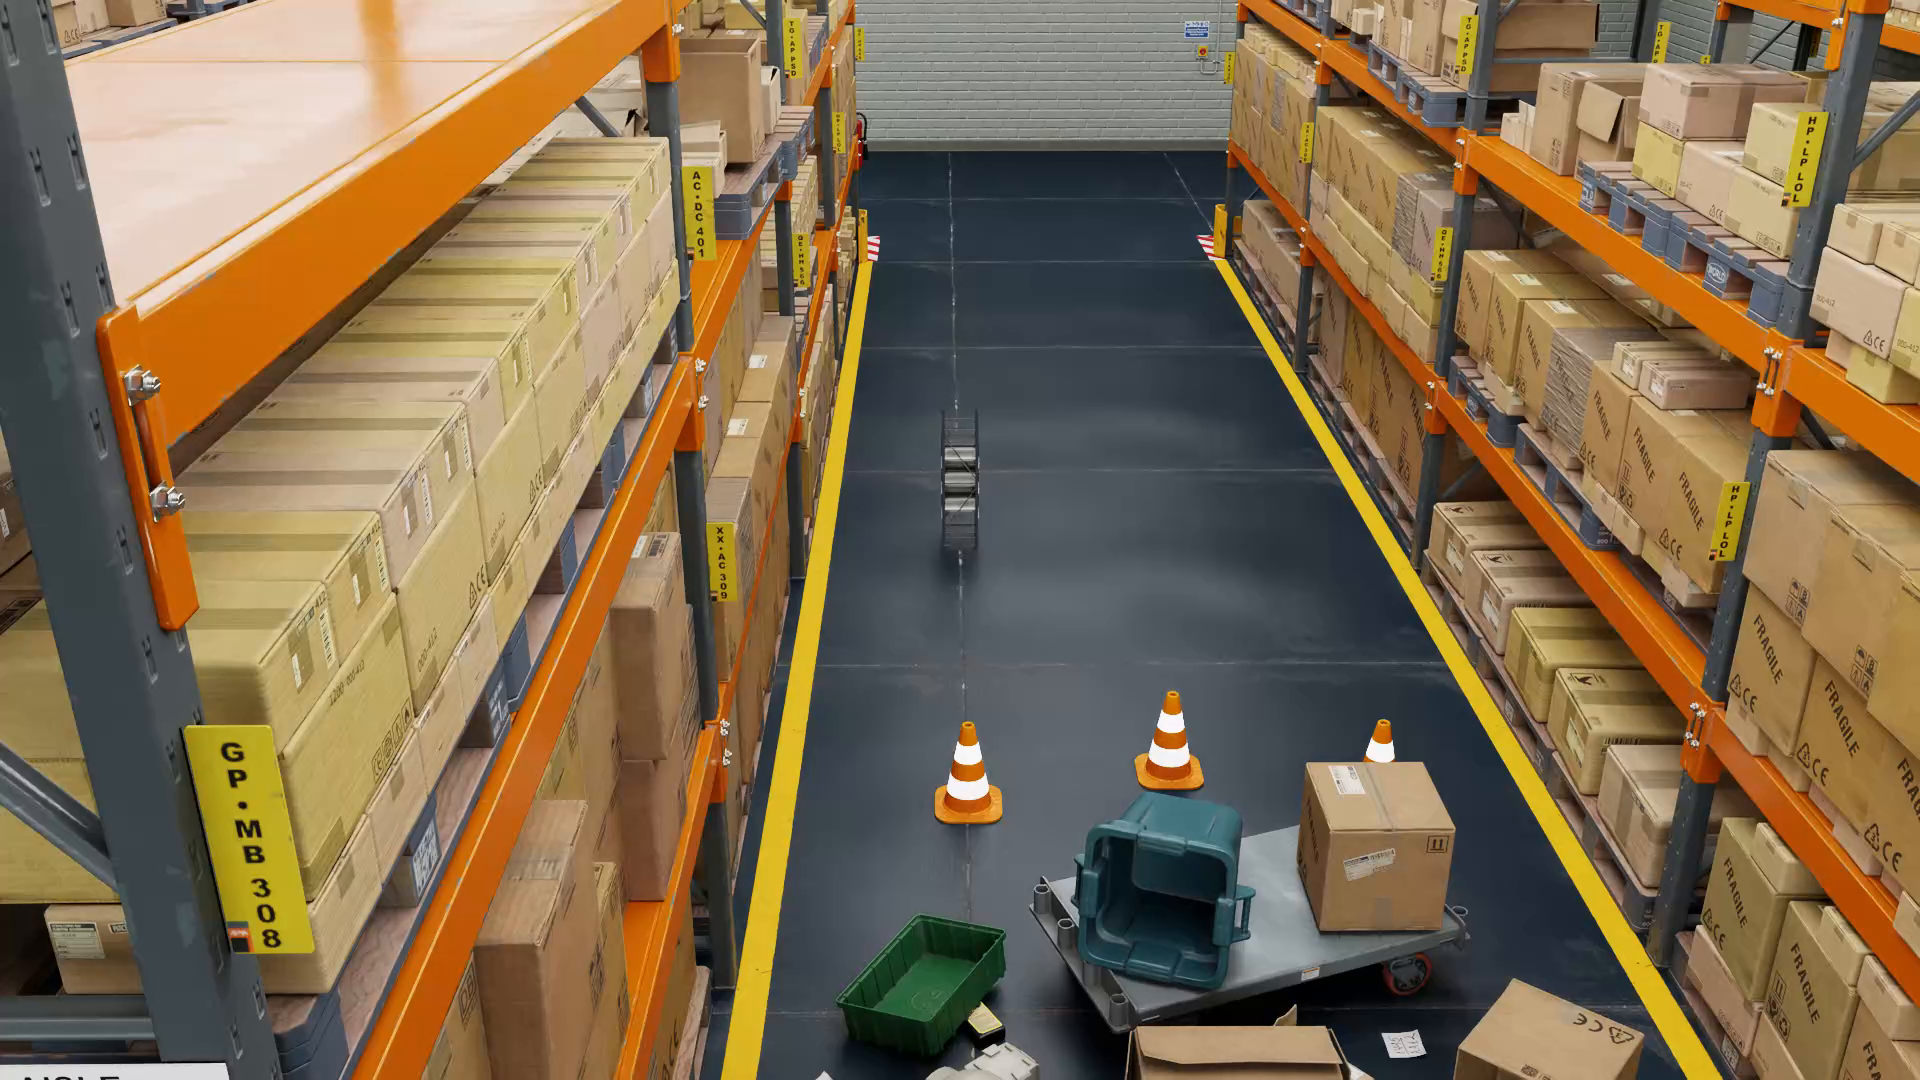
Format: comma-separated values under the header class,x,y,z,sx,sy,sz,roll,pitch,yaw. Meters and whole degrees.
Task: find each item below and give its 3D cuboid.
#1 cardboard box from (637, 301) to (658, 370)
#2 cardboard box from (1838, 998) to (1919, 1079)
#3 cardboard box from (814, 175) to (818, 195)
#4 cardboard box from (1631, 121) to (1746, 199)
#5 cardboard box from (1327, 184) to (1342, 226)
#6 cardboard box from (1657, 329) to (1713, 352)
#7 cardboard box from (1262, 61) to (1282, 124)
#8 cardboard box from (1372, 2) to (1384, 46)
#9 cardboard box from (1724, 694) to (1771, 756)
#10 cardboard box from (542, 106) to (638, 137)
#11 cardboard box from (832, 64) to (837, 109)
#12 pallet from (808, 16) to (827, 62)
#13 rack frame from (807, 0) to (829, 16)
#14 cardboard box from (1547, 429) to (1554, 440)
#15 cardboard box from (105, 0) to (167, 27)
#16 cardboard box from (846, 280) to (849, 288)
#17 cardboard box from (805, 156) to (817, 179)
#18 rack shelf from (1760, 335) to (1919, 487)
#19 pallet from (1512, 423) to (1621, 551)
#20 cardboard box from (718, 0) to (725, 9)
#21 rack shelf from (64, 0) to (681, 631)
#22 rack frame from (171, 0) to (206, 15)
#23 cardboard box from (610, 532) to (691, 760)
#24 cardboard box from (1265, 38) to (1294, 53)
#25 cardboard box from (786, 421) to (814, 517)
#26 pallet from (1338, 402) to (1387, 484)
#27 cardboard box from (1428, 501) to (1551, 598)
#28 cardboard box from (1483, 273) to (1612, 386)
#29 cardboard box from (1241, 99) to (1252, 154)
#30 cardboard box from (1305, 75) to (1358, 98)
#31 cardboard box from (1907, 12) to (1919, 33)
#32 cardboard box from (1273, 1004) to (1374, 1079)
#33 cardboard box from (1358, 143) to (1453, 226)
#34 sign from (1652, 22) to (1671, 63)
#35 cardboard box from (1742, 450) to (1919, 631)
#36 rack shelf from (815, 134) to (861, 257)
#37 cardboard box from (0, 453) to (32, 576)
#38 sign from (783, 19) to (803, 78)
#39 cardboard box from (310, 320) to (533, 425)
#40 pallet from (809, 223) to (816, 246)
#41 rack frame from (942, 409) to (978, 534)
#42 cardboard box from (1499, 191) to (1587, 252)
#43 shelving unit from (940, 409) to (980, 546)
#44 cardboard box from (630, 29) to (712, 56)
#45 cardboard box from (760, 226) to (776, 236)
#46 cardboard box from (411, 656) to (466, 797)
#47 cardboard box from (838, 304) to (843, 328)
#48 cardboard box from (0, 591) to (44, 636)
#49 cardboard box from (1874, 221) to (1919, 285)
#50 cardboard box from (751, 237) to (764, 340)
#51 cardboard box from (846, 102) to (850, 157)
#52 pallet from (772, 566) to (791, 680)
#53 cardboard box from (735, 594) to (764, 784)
class,x,y,z,sx,sy,sz,roll,pitch,yaw
cardboard box,-1.122,-0.612,4.997,0.380,0.149,0.250,0,24,0
cardboard box,3.254,1.853,5.431,0.500,0.500,0.500,1,24,2
cardboard box,-1.339,-2.828,13.296,0.380,0.149,0.250,0,24,1
cardboard box,3.339,-1.694,7.388,0.500,0.250,0.500,0,24,0
cardboard box,3.165,-2.604,12.944,0.500,0.250,0.500,0,24,0
cardboard box,3.763,-0.734,8.242,0.500,0.500,0.500,-1,24,-3
cardboard box,3.117,-4.162,15.478,0.500,0.500,0.500,0,24,0
cardboard box,3.078,-3.585,11.549,0.396,0.266,0.258,2,24,4
cardboard box,3.178,0.700,6.367,0.380,0.149,0.250,0,24,-1
cardboard box,-1.692,-1.766,7.352,0.500,0.311,0.500,-1,24,-2
cardboard box,-1.323,-3.815,14.351,0.500,0.500,0.500,-1,24,-2
pallet,-1.640,-3.805,12.610,1.213,0.211,1.003,0,24,-1
rack frame,-1.540,-5.512,12.517,1.000,3.000,0.127,0,24,-1
cardboard box,3.301,-0.578,8.683,0.380,0.149,0.250,1,24,2
cardboard box,-6.485,-4.162,12.542,0.700,0.500,0.500,0,24,1
cardboard box,-1.285,-2.569,16.240,0.380,0.149,0.250,0,24,0
cardboard box,-1.341,-2.962,13.232,0.380,0.149,0.250,1,24,2
rack shelf,3.517,0.240,4.313,1.077,0.370,4.000,0,24,-1
pallet,3.514,-0.291,8.486,1.003,0.211,1.213,0,24,-1
cardboard box,-1.655,-3.746,11.618,0.797,0.503,0.637,-1,24,-1
rack shelf,-1.431,-0.881,3.636,1.077,0.370,4.000,0,24,-1
rack frame,-6.501,-5.531,12.559,1.000,3.000,0.127,0,24,-1
cardboard box,-1.361,0.336,5.374,0.875,0.550,0.550,0,24,-1
cardboard box,3.130,-4.708,15.898,0.380,0.149,0.250,0,24,0
cardboard box,-1.249,-0.475,11.184,0.500,0.500,0.500,-1,24,-3
pallet,3.508,-0.750,12.652,1.003,0.211,1.213,0,24,-1
cardboard box,3.448,0.045,10.190,0.950,0.372,0.625,-2,24,-4
cardboard box,3.238,-1.165,9.194,0.500,0.500,0.500,1,24,2
cardboard box,3.116,-4.129,16.617,0.500,0.500,0.500,-1,24,-1
cardboard box,3.087,-3.764,13.811,0.380,0.149,0.250,-1,24,-2
cardboard box,8.072,-4.265,13.705,0.380,0.149,0.250,0,24,-1
cardboard box,1.358,2.045,6.405,0.258,0.266,0.396,-19,31,-36
cardboard box,3.174,-2.531,11.873,0.500,0.500,0.500,-1,24,-1
sign,3.995,-2.798,9.529,0.100,0.325,0.005,0,24,-1
cardboard box,3.284,0.000,5.914,0.700,0.500,0.500,-1,24,-1
rack shelf,-1.562,-3.275,15.723,1.077,0.370,4.000,0,24,-1
cardboard box,-1.756,-0.032,2.746,0.380,0.149,0.250,0,24,0
sign,-0.942,-2.767,9.366,0.100,0.325,0.005,0,24,-1
cardboard box,-1.108,-0.349,3.447,0.380,0.149,0.250,-1,24,-1
pallet,-1.677,-2.375,13.095,1.003,0.211,1.213,0,24,-1
rack frame,-0.001,-0.455,11.165,0.240,0.900,0.006,0,24,-1
cardboard box,3.691,-1.899,10.475,0.500,0.500,0.500,-1,24,-2
shelving unit,0.000,-0.413,11.072,0.258,0.900,0.210,0,24,-1
cardboard box,-1.757,-2.776,9.988,0.500,0.500,0.500,0,24,-1
cardboard box,-1.314,-1.990,11.084,0.380,0.149,0.250,-1,24,-3
cardboard box,-1.098,0.326,2.922,0.380,0.149,0.250,0,24,0
cardboard box,-1.224,-1.957,14.526,0.380,0.149,0.250,1,24,2
cardboard box,-1.694,0.295,2.507,0.500,0.250,0.500,0,24,0
cardboard box,3.205,-0.923,5.348,0.380,0.149,0.250,0,24,1
cardboard box,-1.502,-1.446,9.473,0.700,0.500,0.500,0,24,-1
cardboard box,-1.311,-3.797,15.523,0.500,0.500,0.500,1,24,2
pallet,-1.563,0.466,9.964,1.003,0.211,1.213,0,24,-1
cardboard box,-1.557,0.699,8.285,1.050,0.750,0.750,0,24,-1
